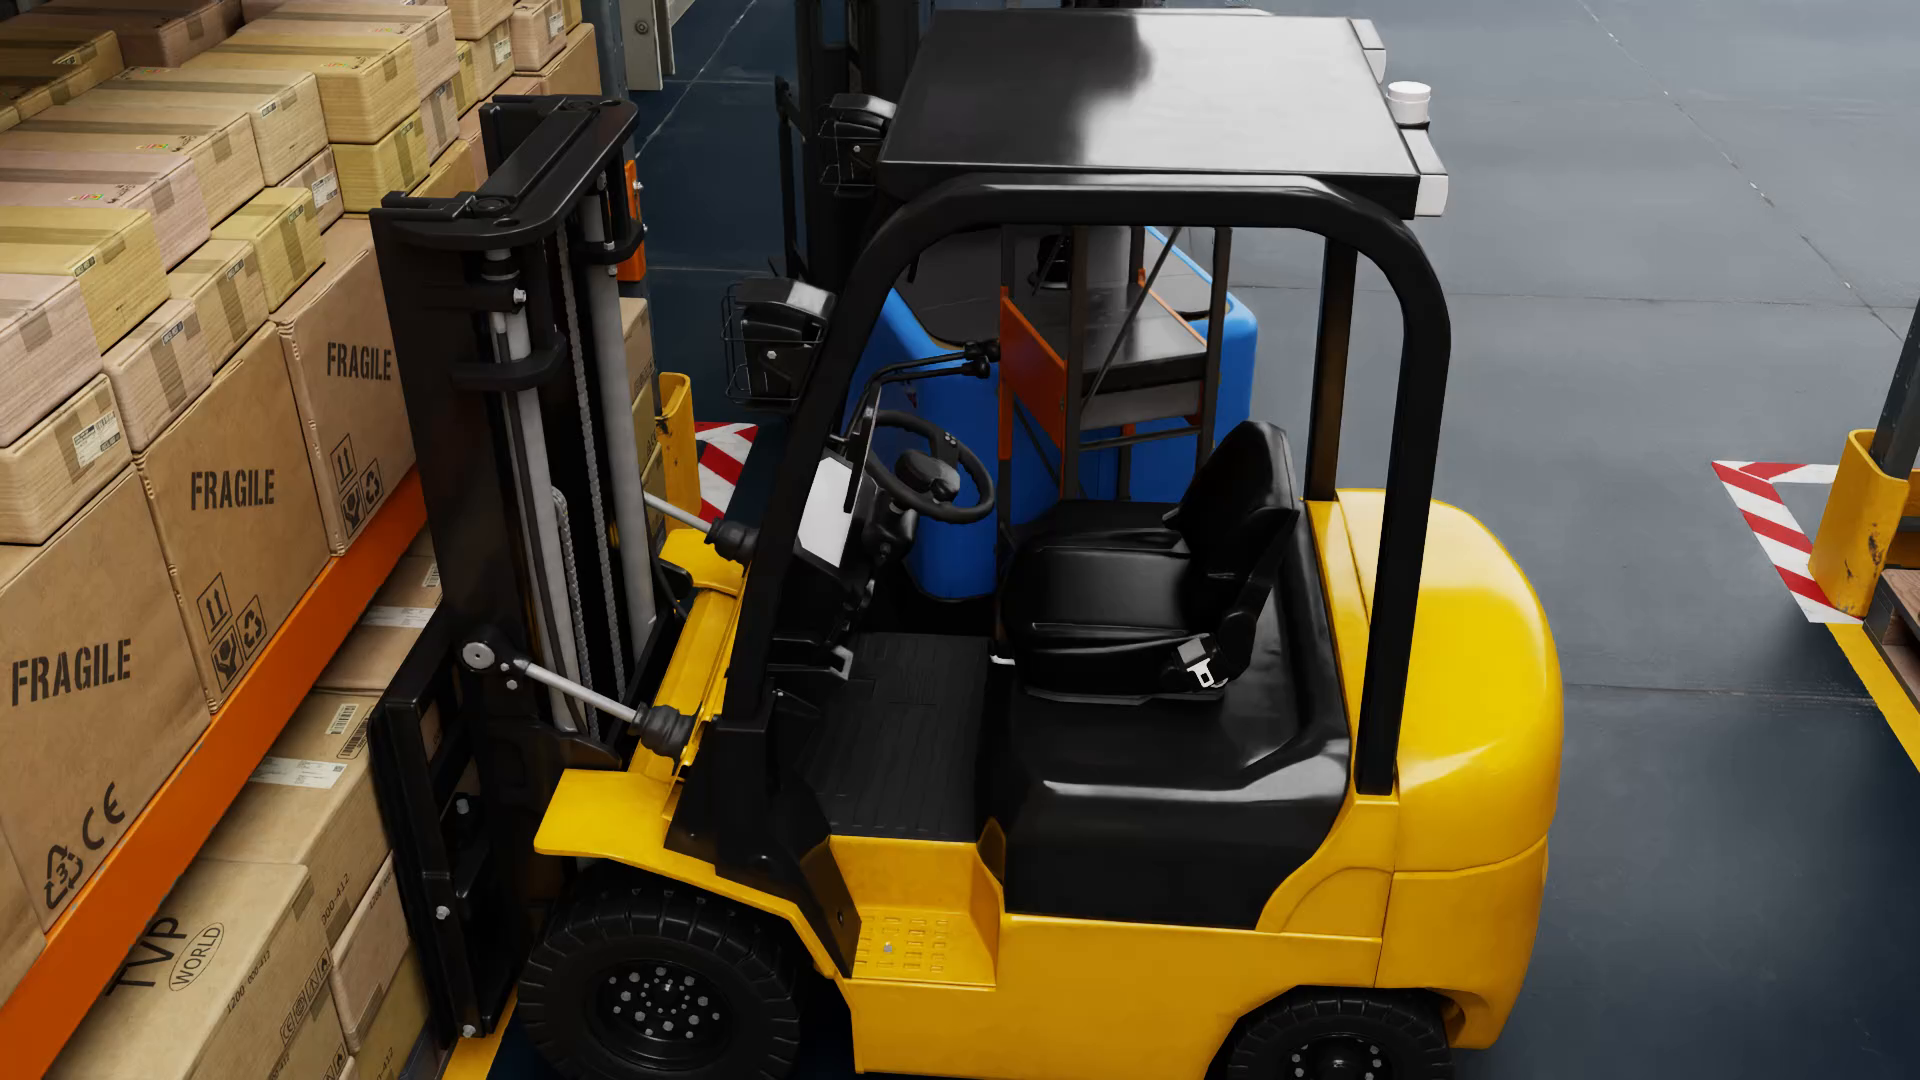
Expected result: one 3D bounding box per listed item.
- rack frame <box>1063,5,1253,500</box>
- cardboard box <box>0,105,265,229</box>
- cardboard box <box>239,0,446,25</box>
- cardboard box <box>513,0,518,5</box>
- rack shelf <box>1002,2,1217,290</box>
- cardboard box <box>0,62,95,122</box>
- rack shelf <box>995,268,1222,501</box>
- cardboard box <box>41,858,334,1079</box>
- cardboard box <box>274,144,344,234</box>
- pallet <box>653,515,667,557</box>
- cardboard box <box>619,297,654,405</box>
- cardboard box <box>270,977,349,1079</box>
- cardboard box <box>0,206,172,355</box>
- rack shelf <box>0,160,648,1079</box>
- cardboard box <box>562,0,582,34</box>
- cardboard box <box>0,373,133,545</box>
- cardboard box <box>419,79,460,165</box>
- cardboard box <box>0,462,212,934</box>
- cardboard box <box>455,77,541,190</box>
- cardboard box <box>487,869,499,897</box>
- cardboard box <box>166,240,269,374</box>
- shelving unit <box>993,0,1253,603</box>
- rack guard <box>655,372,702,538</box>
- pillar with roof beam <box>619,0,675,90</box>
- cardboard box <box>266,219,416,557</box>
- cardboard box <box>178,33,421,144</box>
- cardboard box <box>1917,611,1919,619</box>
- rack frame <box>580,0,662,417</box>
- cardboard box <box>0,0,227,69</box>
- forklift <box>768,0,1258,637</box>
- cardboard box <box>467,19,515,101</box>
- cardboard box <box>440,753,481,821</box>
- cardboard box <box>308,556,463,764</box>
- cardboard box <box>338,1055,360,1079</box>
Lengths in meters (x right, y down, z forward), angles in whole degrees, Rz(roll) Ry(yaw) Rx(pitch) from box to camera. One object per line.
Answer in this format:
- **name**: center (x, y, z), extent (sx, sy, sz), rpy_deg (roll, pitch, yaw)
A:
- **rack frame**: center (0.450, -0.249, 4.153), extent (0.400, 2.100, 0.015), rpy_deg (-10, 33, -15)
- **cardboard box**: center (-1.491, -0.663, 2.969), extent (0.380, 0.149, 0.250), rpy_deg (3, 32, 4)
- **cardboard box**: center (-1.413, -1.201, 3.842), extent (0.380, 0.149, 0.250), rpy_deg (3, 32, 4)
- **cardboard box**: center (-1.324, -1.466, 4.272), extent (0.380, 0.149, 0.250), rpy_deg (3, 32, 4)
- **rack shelf**: center (0.374, -0.955, 3.990), extent (0.431, 0.518, 0.480), rpy_deg (-10, 33, -15)
- **cardboard box**: center (-1.910, -0.818, 3.221), extent (0.380, 0.149, 0.250), rpy_deg (3, 32, 4)
- **rack shelf**: center (0.374, -0.359, 4.357), extent (0.431, 0.518, 0.480), rpy_deg (-10, 33, -15)
- **cardboard box**: center (-1.438, 0.804, 2.853), extent (0.500, 0.250, 0.500), rpy_deg (3, 32, 4)
- **cardboard box**: center (-1.455, -0.674, 3.271), extent (0.380, 0.149, 0.250), rpy_deg (2, 32, 4)
- **pallet**: center (-1.536, 0.242, 5.156), extent (1.003, 0.211, 1.213), rpy_deg (2, 32, 4)
- **cardboard box**: center (-1.242, -0.527, 5.013), extent (0.500, 0.250, 0.500), rpy_deg (3, 32, 6)
- **cardboard box**: center (-1.455, 1.021, 2.979), extent (0.500, 0.250, 0.500), rpy_deg (2, 32, 4)
- **cardboard box**: center (-1.459, -0.396, 2.536), extent (0.380, 0.149, 0.250), rpy_deg (2, 32, 3)
- **rack shelf**: center (-1.679, 0.005, 3.568), extent (1.077, 0.370, 4.000), rpy_deg (2, 32, 4)
- **cardboard box**: center (-1.265, -1.472, 4.566), extent (0.380, 0.149, 0.250), rpy_deg (3, 32, 5)
- **cardboard box**: center (-1.446, -0.128, 2.385), extent (0.380, 0.149, 0.250), rpy_deg (3, 32, 5)
- **cardboard box**: center (-1.344, -0.934, 3.692), extent (0.380, 0.149, 0.250), rpy_deg (1, 32, 2)
- **cardboard box**: center (-1.519, 0.208, 2.458), extent (0.500, 0.500, 0.500), rpy_deg (3, 32, 5)
- **cardboard box**: center (-1.346, -0.850, 4.175), extent (0.500, 0.500, 0.500), rpy_deg (3, 32, 6)
- **cardboard box**: center (-1.359, 0.698, 3.980), extent (0.500, 0.250, 0.500), rpy_deg (3, 32, 6)
- **cardboard box**: center (-1.420, -0.397, 2.822), extent (0.380, 0.149, 0.250), rpy_deg (1, 32, 2)
- **shelving unit**: center (0.374, -0.371, 4.350), extent (0.431, 2.100, 0.503), rpy_deg (-10, 33, -15)
- **rack guard**: center (-1.514, -0.295, 5.753), extent (1.175, 0.500, 0.348), rpy_deg (2, 32, 4)
- **pillar with roof beam**: center (2.309, -6.529, 7.767), extent (9.100, 9.000, 0.400), rpy_deg (2, 32, 4)
- **cardboard box**: center (-1.417, -0.319, 3.313), extent (0.500, 0.500, 0.500), rpy_deg (3, 32, 4)
- **cardboard box**: center (-1.339, -0.924, 3.393), extent (0.380, 0.149, 0.250), rpy_deg (3, 32, 5)
- **cardboard box**: center (3.090, 0.265, 4.681), extent (0.500, 0.250, 0.500), rpy_deg (2, 32, 4)
- **rack frame**: center (-1.516, -1.347, 5.076), extent (1.000, 3.000, 0.127), rpy_deg (2, 32, 4)
- **cardboard box**: center (-1.850, -1.084, 3.653), extent (0.380, 0.149, 0.250), rpy_deg (3, 32, 6)
- **forklift**: center (-0.062, -1.629, 5.599), extent (1.130, 2.935, 3.031), rpy_deg (-10, 33, -15)
- **cardboard box**: center (-1.338, -1.204, 4.131), extent (0.380, 0.149, 0.250), rpy_deg (3, 32, 5)
- **cardboard box**: center (-1.361, 0.494, 3.833), extent (0.500, 0.250, 0.500), rpy_deg (2, 32, 4)
- **cardboard box**: center (-1.358, 0.270, 3.721), extent (0.500, 0.250, 0.500), rpy_deg (2, 32, 3)
- **cardboard box**: center (-1.446, 1.232, 3.113), extent (0.500, 0.250, 0.500), rpy_deg (2, 32, 3)
